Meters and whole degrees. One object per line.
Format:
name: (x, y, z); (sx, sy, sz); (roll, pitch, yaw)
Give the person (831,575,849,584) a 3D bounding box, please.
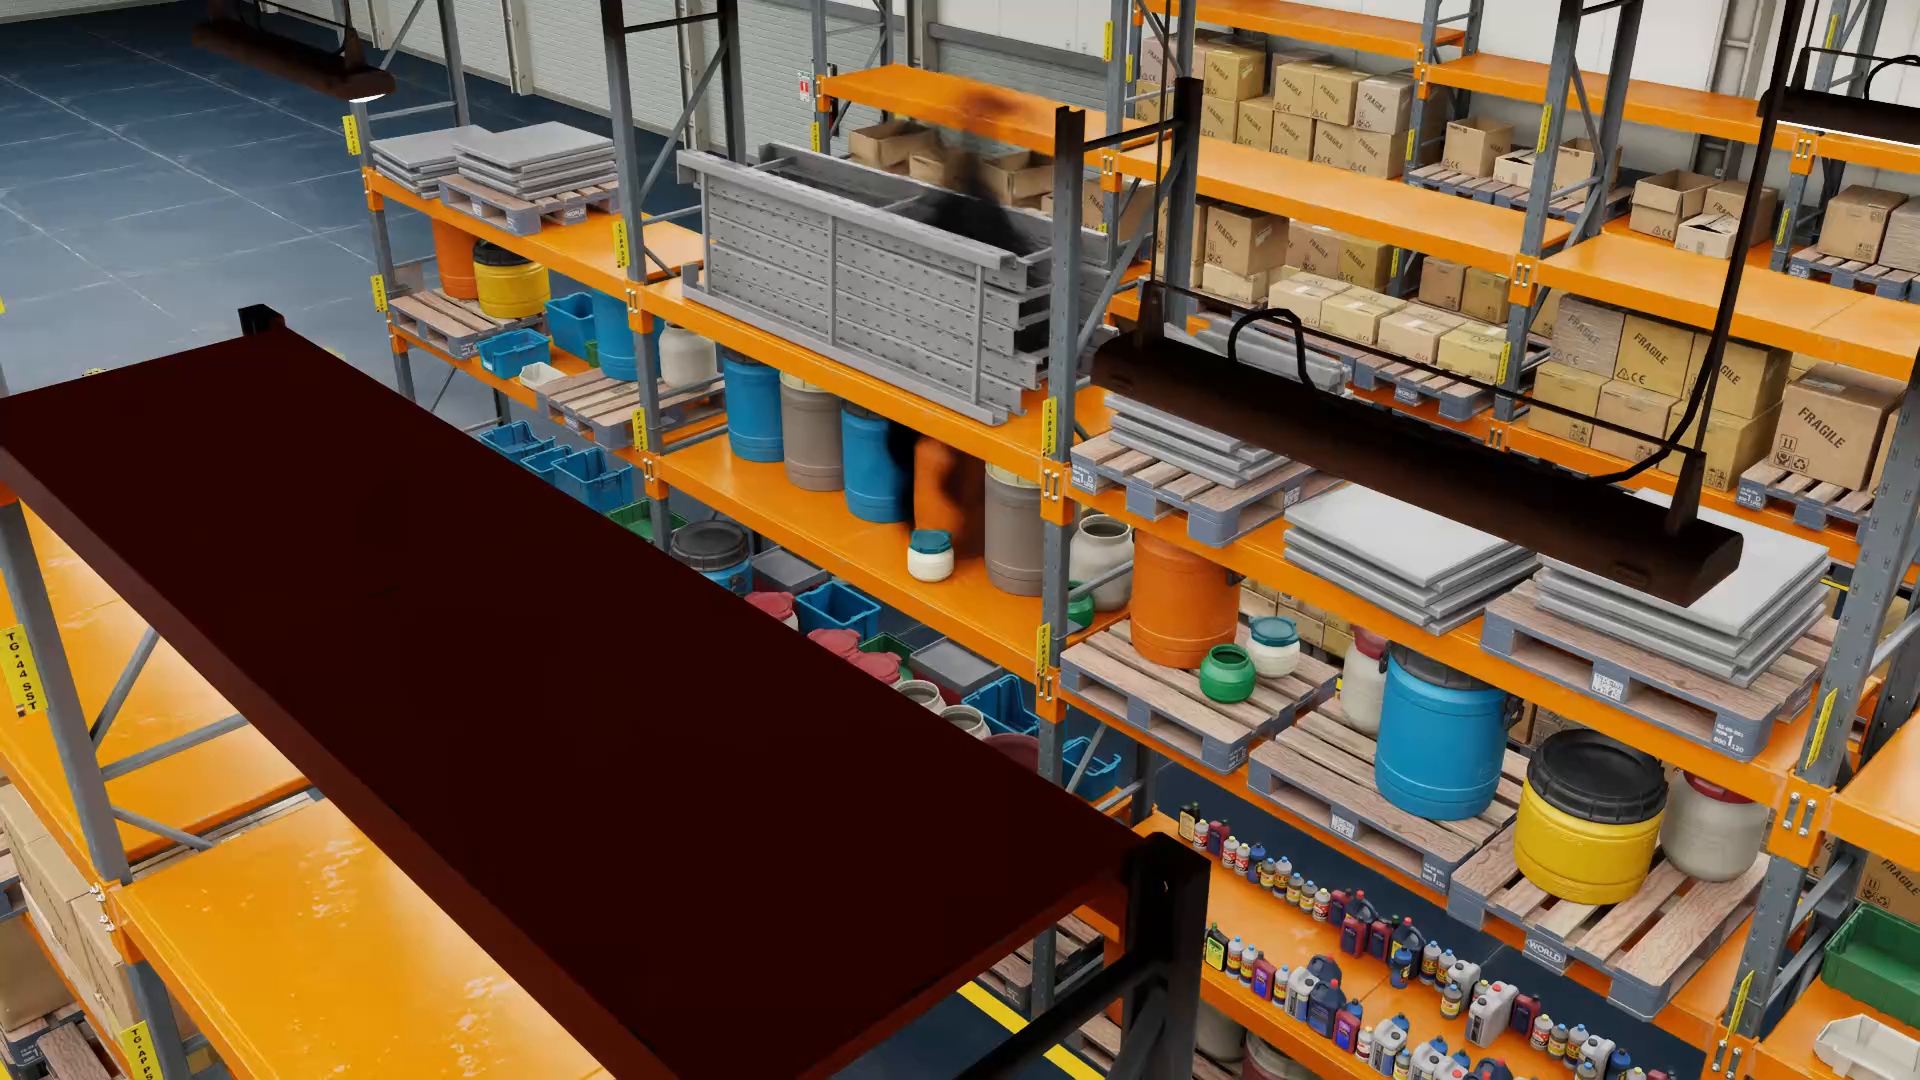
person: (-1.341, -0.375, 15.903); (0.892, 1.572, 0.695); (7, 29, 12)
